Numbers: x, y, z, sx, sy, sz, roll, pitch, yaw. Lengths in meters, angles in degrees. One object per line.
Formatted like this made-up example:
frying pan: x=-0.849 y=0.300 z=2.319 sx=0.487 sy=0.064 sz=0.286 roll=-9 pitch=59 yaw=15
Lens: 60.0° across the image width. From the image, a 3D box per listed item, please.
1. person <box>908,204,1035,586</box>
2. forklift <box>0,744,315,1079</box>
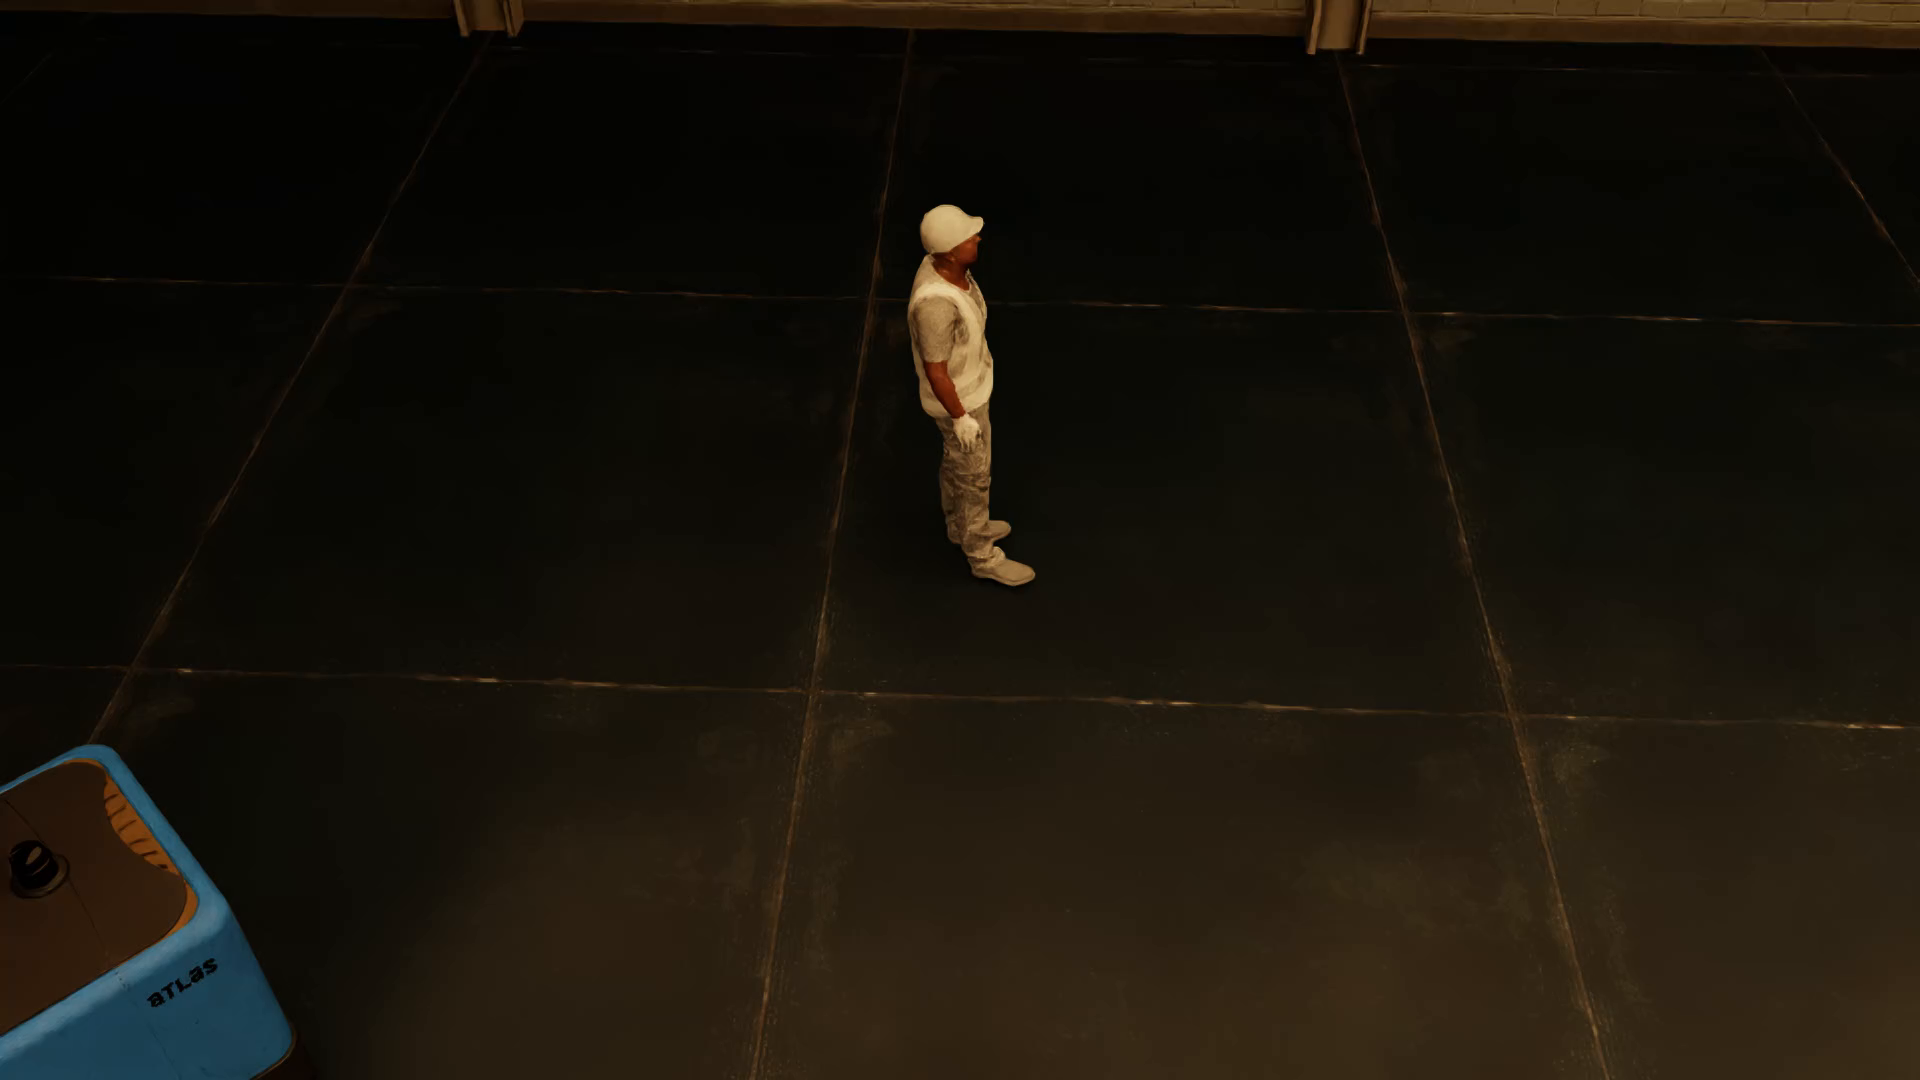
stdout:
person: x=0.072 y=-0.656 z=7.302 sx=0.576 sy=1.782 sz=0.654 roll=2 pitch=42 yaw=2
forklift: x=-3.654 y=1.289 z=4.330 sx=3.031 sy=2.935 sz=1.130 roll=-32 pitch=51 yaw=-30
